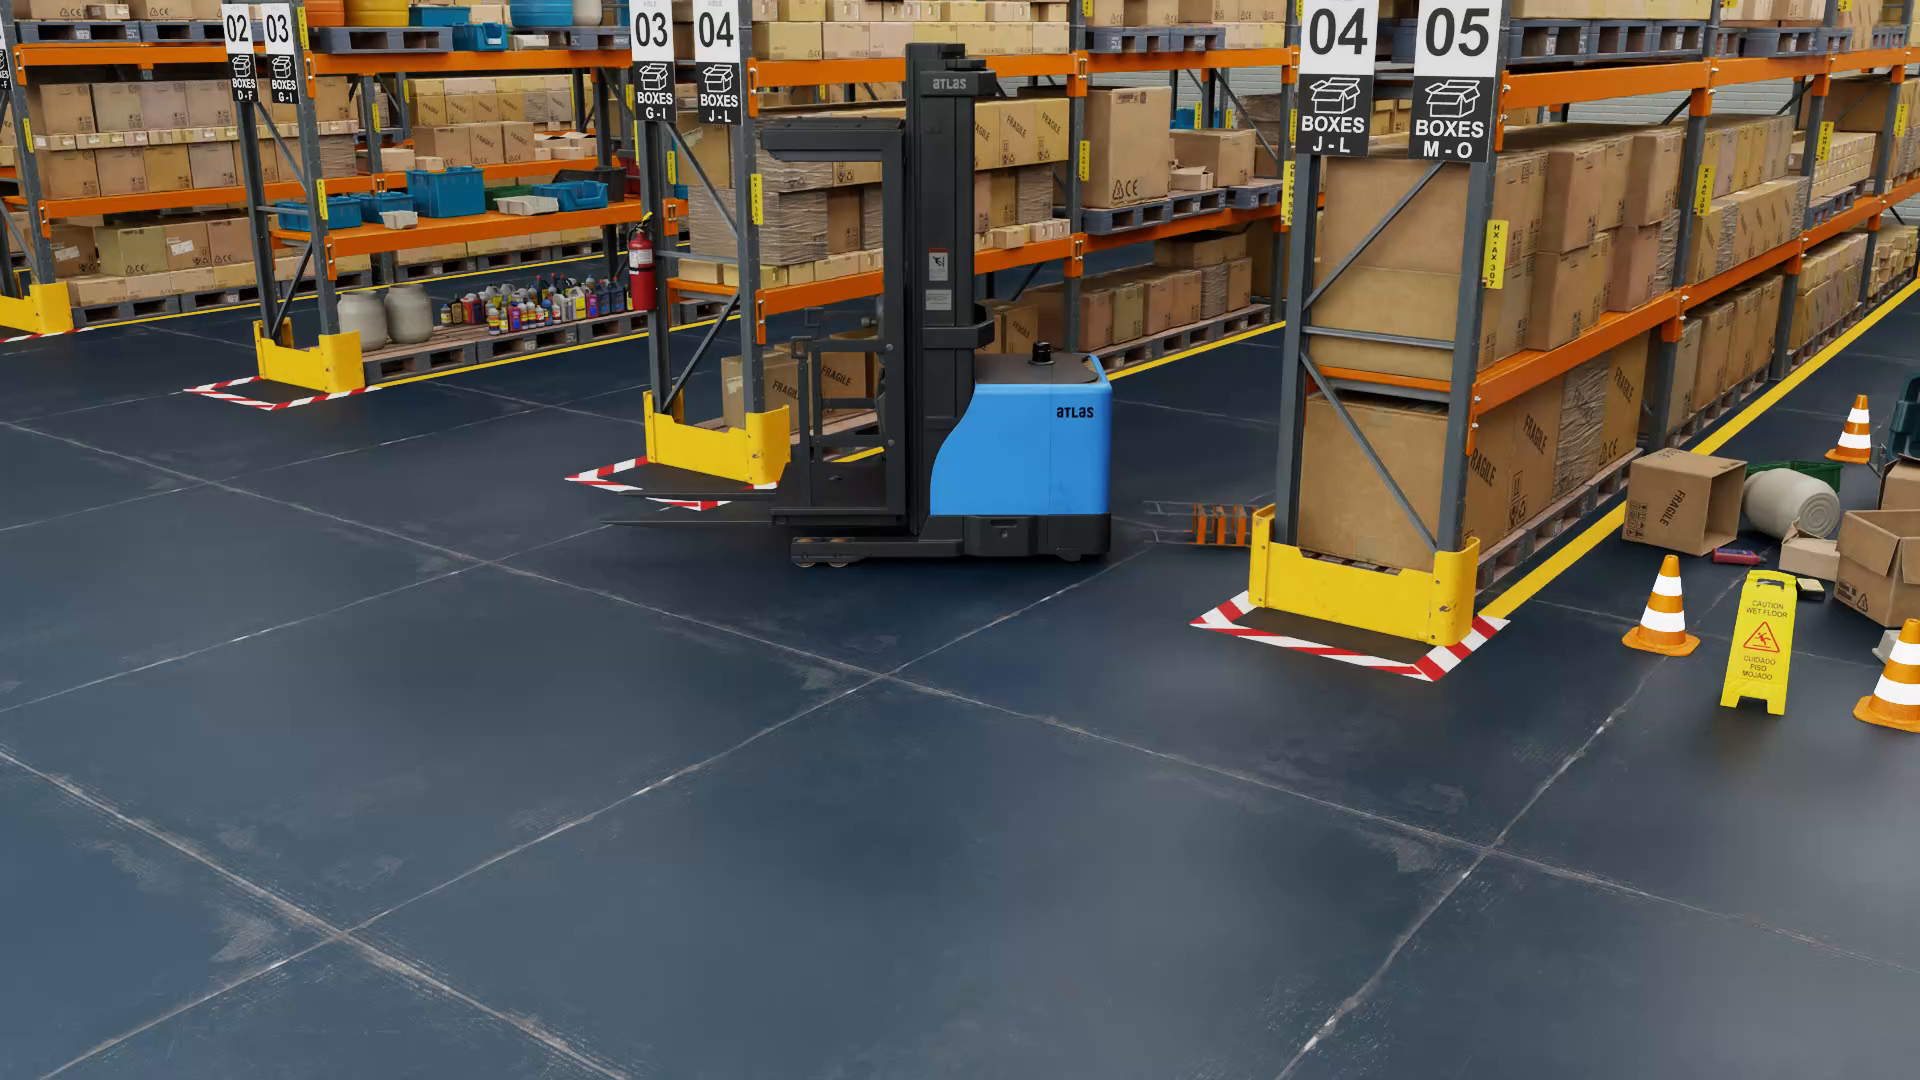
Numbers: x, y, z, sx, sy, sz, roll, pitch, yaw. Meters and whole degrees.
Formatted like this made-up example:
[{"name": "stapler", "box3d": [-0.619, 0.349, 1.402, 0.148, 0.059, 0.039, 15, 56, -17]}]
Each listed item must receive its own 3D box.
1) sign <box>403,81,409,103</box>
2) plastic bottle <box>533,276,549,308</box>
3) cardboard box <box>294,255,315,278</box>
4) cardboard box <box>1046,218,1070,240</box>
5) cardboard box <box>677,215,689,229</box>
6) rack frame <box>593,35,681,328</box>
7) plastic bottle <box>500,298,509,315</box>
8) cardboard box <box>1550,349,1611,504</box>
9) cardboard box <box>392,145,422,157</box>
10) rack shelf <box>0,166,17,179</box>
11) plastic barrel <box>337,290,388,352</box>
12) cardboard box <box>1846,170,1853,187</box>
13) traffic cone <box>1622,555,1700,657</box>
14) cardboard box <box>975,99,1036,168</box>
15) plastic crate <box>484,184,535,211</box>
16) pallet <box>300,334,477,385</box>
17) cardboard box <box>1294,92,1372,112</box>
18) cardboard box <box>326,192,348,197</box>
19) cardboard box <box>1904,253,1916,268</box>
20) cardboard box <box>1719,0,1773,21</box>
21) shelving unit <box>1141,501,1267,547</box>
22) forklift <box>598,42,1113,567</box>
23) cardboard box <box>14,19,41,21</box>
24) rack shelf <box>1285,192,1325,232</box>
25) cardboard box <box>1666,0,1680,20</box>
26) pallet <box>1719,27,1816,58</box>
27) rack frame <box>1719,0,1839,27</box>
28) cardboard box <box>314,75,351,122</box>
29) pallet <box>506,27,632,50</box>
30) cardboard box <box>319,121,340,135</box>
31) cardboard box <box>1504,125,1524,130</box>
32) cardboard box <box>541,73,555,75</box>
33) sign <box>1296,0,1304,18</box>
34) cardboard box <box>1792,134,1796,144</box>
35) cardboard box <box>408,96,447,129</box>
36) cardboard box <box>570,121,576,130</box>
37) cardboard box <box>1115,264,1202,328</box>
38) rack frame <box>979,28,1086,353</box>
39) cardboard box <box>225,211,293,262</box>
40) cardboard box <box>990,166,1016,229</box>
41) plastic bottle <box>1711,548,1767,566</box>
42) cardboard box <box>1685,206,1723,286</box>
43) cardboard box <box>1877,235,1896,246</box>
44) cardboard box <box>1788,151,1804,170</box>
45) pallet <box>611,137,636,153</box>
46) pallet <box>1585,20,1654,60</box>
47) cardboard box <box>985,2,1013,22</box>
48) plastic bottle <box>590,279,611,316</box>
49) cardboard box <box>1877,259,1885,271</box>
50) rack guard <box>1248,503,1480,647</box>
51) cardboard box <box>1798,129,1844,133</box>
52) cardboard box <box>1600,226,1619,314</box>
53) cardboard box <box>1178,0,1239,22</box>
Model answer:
[{"name": "sign", "box3d": [-8.504, -6.883, 25.533, 0.100, 0.325, 0.005, 12, 21, 35]}, {"name": "plastic bottle", "box3d": [-4.299, -2.540, 17.089, 0.144, 0.351, 0.185, 11, 21, 32]}, {"name": "cardboard box", "box3d": [-7.755, -3.256, 19.598, 0.500, 0.250, 0.500, 12, 21, 35]}, {"name": "cardboard box", "box3d": [0.713, -2.660, 14.175, 0.380, 0.149, 0.250, 12, 21, 35]}, {"name": "cardboard box", "box3d": [-4.157, -4.787, 24.075, 0.500, 0.500, 0.500, 12, 21, 33]}, {"name": "rack frame", "box3d": [-3.372, -3.758, 17.289, 1.000, 3.000, 0.127, 12, 21, 35]}, {"name": "plastic bottle", "box3d": [-4.540, -2.312, 16.607, 0.097, 0.201, 0.097, 0, 17, 0]}, {"name": "cardboard box", "box3d": [3.564, -0.816, 10.687, 0.875, 0.875, 0.875, 13, 21, 35]}, {"name": "cardboard box", "box3d": [-6.972, -4.812, 20.909, 0.396, 0.266, 0.258, 12, 21, 33]}, {"name": "rack shelf", "box3d": [-12.521, -4.689, 21.499, 1.077, 0.370, 4.000, 12, 21, 35]}, {"name": "plastic barrel", "box3d": [-5.425, -1.988, 15.076, 0.421, 0.512, 0.421, 0, 17, 0]}, {"name": "cardboard box", "box3d": [8.602, -3.591, 16.466, 0.380, 0.149, 0.250, 11, 21, 32]}, {"name": "traffic cone", "box3d": [3.602, 0.306, 8.478, 0.336, 0.463, 0.334, 12, 21, 35]}, {"name": "cardboard box", "box3d": [0.261, -3.275, 13.377, 0.500, 0.500, 0.500, 12, 21, 35]}, {"name": "plastic crate", "box3d": [-4.408, -3.384, 16.440, 0.450, 0.188, 0.662, 12, 21, 35]}, {"name": "pallet", "box3d": [-5.260, -1.693, 15.340, 1.003, 0.211, 1.213, 12, 21, 35]}, {"name": "cardboard box", "box3d": [4.222, -4.850, 18.943, 0.797, 0.503, 0.637, 13, 22, 36]}, {"name": "cardboard box", "box3d": [-9.733, -5.195, 25.389, 0.700, 0.500, 0.500, 12, 21, 35]}, {"name": "cardboard box", "box3d": [11.460, -3.439, 20.357, 0.380, 0.149, 0.250, 13, 22, 36]}, {"name": "cardboard box", "box3d": [5.814, -4.008, 12.383, 0.396, 0.266, 0.258, 12, 21, 35]}, {"name": "shelving unit", "box3d": [1.723, -0.088, 10.152, 1.200, 0.189, 0.258, 2, 19, 0]}, {"name": "forklift", "box3d": [-0.630, -1.398, 9.803, 3.031, 2.935, 1.130, 0, 17, -1]}, {"name": "cardboard box", "box3d": [-12.043, -6.578, 21.108, 0.500, 0.500, 0.500, 11, 21, 33]}, {"name": "rack shelf", "box3d": [4.180, -3.969, 19.179, 1.077, 0.370, 4.000, 12, 21, 35]}, {"name": "cardboard box", "box3d": [4.113, -3.218, 10.036, 0.380, 0.149, 0.250, 13, 21, 35]}, {"name": "pallet", "box3d": [5.907, -3.848, 12.838, 1.003, 0.211, 1.213, 14, 22, 37]}, {"name": "rack frame", "box3d": [6.912, -5.800, 13.749, 1.000, 3.000, 0.127, 12, 21, 35]}, {"name": "cardboard box", "box3d": [-7.608, -5.195, 19.559, 0.700, 0.500, 0.500, 13, 21, 35]}, {"name": "pallet", "box3d": [-3.724, -4.912, 16.263, 1.213, 0.211, 1.003, 12, 21, 35]}, {"name": "cardboard box", "box3d": [-7.487, -4.831, 19.480, 0.380, 0.149, 0.250, 12, 21, 34]}, {"name": "cardboard box", "box3d": [7.377, -5.529, 22.741, 0.500, 0.250, 0.500, 12, 21, 34]}, {"name": "cardboard box", "box3d": [-7.045, -7.908, 28.684, 0.500, 0.250, 0.500, 13, 22, 36]}, {"name": "sign", "box3d": [3.423, -5.419, 16.706, 0.100, 0.325, 0.005, 12, 21, 35]}, {"name": "cardboard box", "box3d": [8.375, -4.112, 17.140, 0.380, 0.149, 0.250, 13, 21, 35]}, {"name": "cardboard box", "box3d": [-8.451, -6.732, 26.159, 0.500, 0.500, 0.500, 13, 22, 36]}, {"name": "cardboard box", "box3d": [-6.668, -7.109, 28.469, 0.380, 0.149, 0.250, 13, 21, 36]}, {"name": "cardboard box", "box3d": [1.953, -2.419, 16.447, 0.700, 0.500, 0.500, 15, 23, 39]}, {"name": "rack frame", "box3d": [0.605, -2.883, 14.470, 1.000, 3.000, 0.127, 12, 21, 35]}, {"name": "cardboard box", "box3d": [-8.051, -3.494, 19.102, 0.500, 0.500, 0.500, 12, 21, 35]}, {"name": "cardboard box", "box3d": [-0.039, -2.864, 13.738, 0.875, 0.500, 0.500, 12, 21, 35]}, {"name": "plastic bottle", "box3d": [4.599, 0.101, 9.816, 0.283, 0.061, 0.133, 5, 18, 16]}, {"name": "cardboard box", "box3d": [5.058, -2.108, 11.806, 0.500, 0.500, 0.500, 13, 21, 35]}, {"name": "cardboard box", "box3d": [10.752, -3.492, 19.526, 0.380, 0.149, 0.250, 12, 21, 33]}, {"name": "cardboard box", "box3d": [7.345, -3.377, 14.773, 0.380, 0.149, 0.250, 12, 21, 35]}, {"name": "pallet", "box3d": [-4.617, -5.670, 23.766, 1.213, 0.211, 1.003, 12, 21, 35]}, {"name": "pallet", "box3d": [3.305, -2.890, 9.586, 1.003, 0.211, 1.213, 12, 21, 35]}, {"name": "cardboard box", "box3d": [0.187, -4.113, 12.954, 0.380, 0.149, 0.250, 12, 21, 33]}, {"name": "plastic bottle", "box3d": [-3.639, -2.453, 16.811, 0.144, 0.351, 0.185, 11, 20, 32]}, {"name": "cardboard box", "box3d": [10.309, -3.165, 18.974, 0.380, 0.149, 0.250, 14, 22, 37]}, {"name": "rack guard", "box3d": [2.131, 0.170, 8.855, 1.175, 0.500, 0.348, 12, 21, 35]}, {"name": "cardboard box", "box3d": [9.356, -4.243, 18.179, 0.500, 0.500, 0.500, 12, 21, 35]}, {"name": "cardboard box", "box3d": [3.592, -1.721, 10.477, 0.875, 0.550, 0.550, 12, 21, 35]}, {"name": "cardboard box", "box3d": [2.301, -5.158, 15.726, 0.500, 0.500, 0.500, 13, 21, 36]}]
